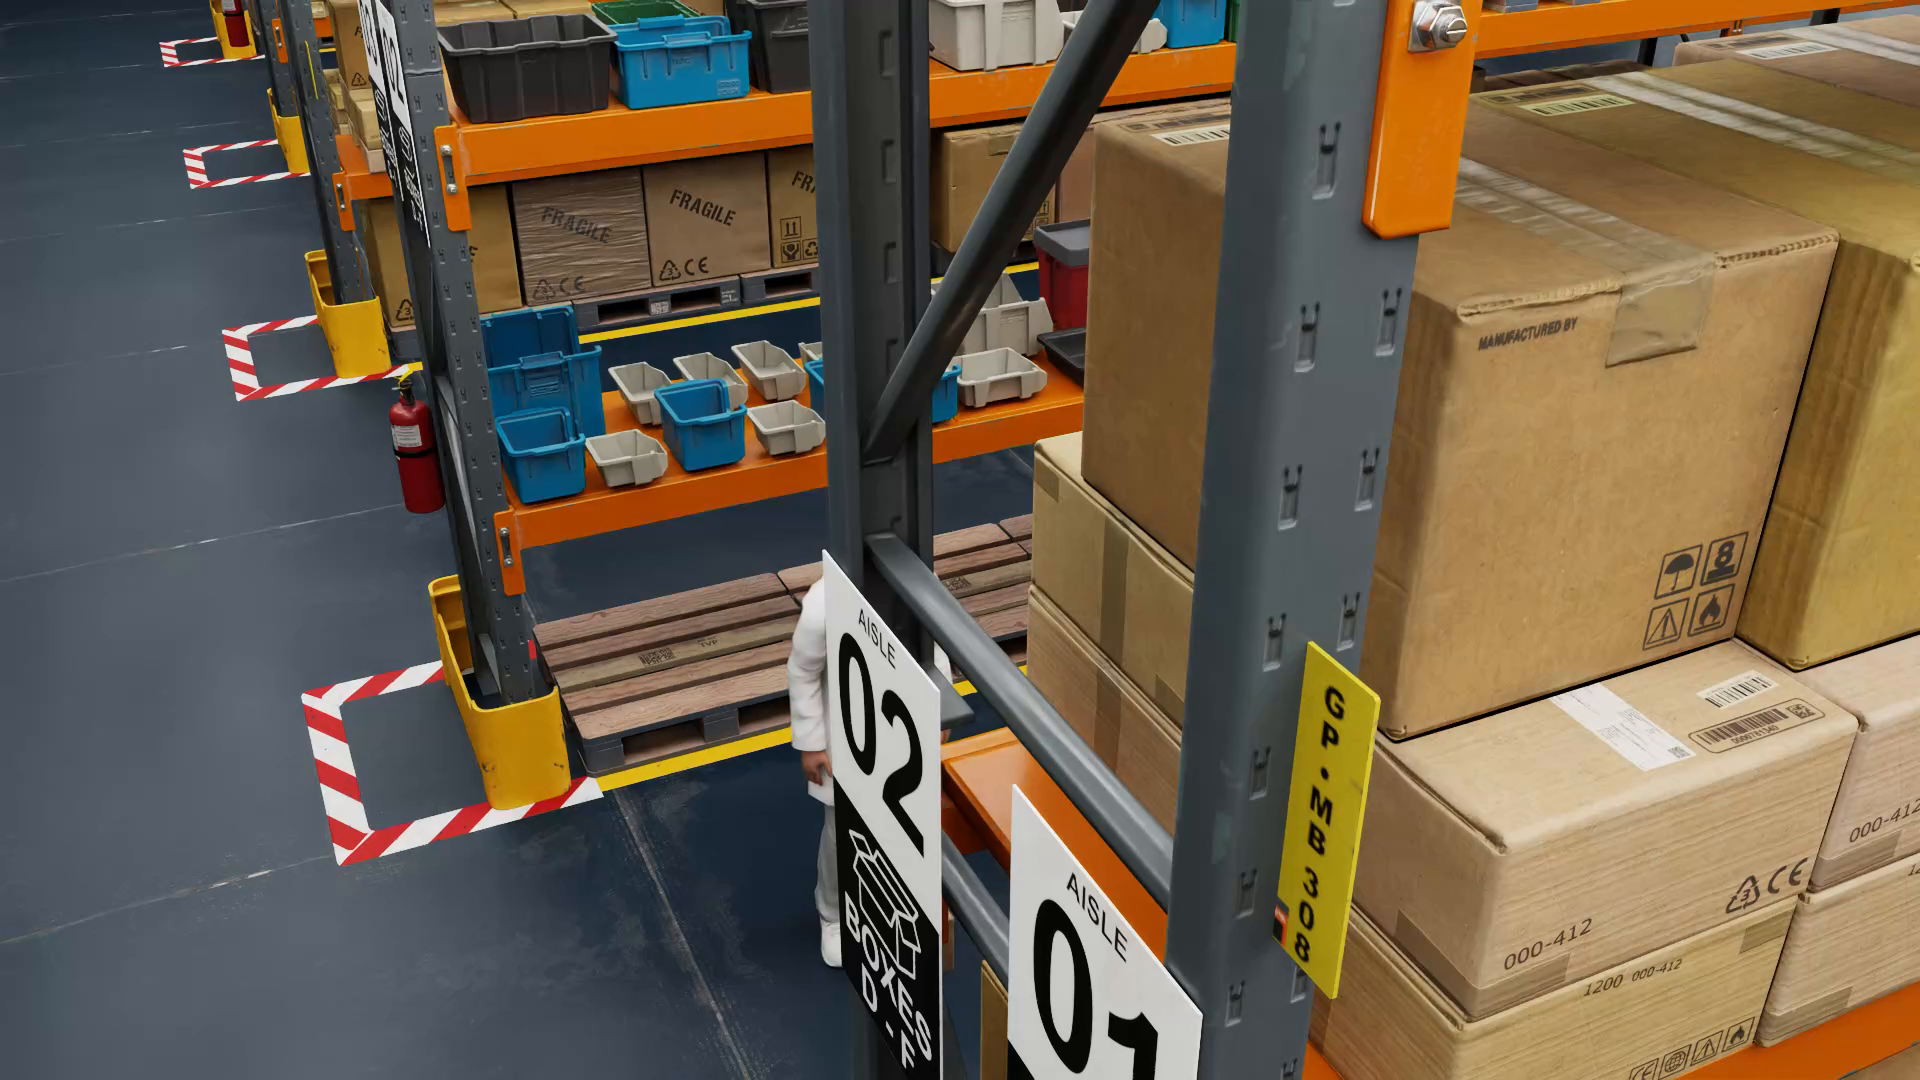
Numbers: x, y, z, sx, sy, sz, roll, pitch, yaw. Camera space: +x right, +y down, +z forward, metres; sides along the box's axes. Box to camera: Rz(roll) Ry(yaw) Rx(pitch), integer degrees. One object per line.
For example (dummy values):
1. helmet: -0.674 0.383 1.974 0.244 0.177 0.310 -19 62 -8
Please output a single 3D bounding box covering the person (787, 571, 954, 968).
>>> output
1. person: -0.297 0.671 5.936 0.644 1.772 0.429 -15 32 -25
